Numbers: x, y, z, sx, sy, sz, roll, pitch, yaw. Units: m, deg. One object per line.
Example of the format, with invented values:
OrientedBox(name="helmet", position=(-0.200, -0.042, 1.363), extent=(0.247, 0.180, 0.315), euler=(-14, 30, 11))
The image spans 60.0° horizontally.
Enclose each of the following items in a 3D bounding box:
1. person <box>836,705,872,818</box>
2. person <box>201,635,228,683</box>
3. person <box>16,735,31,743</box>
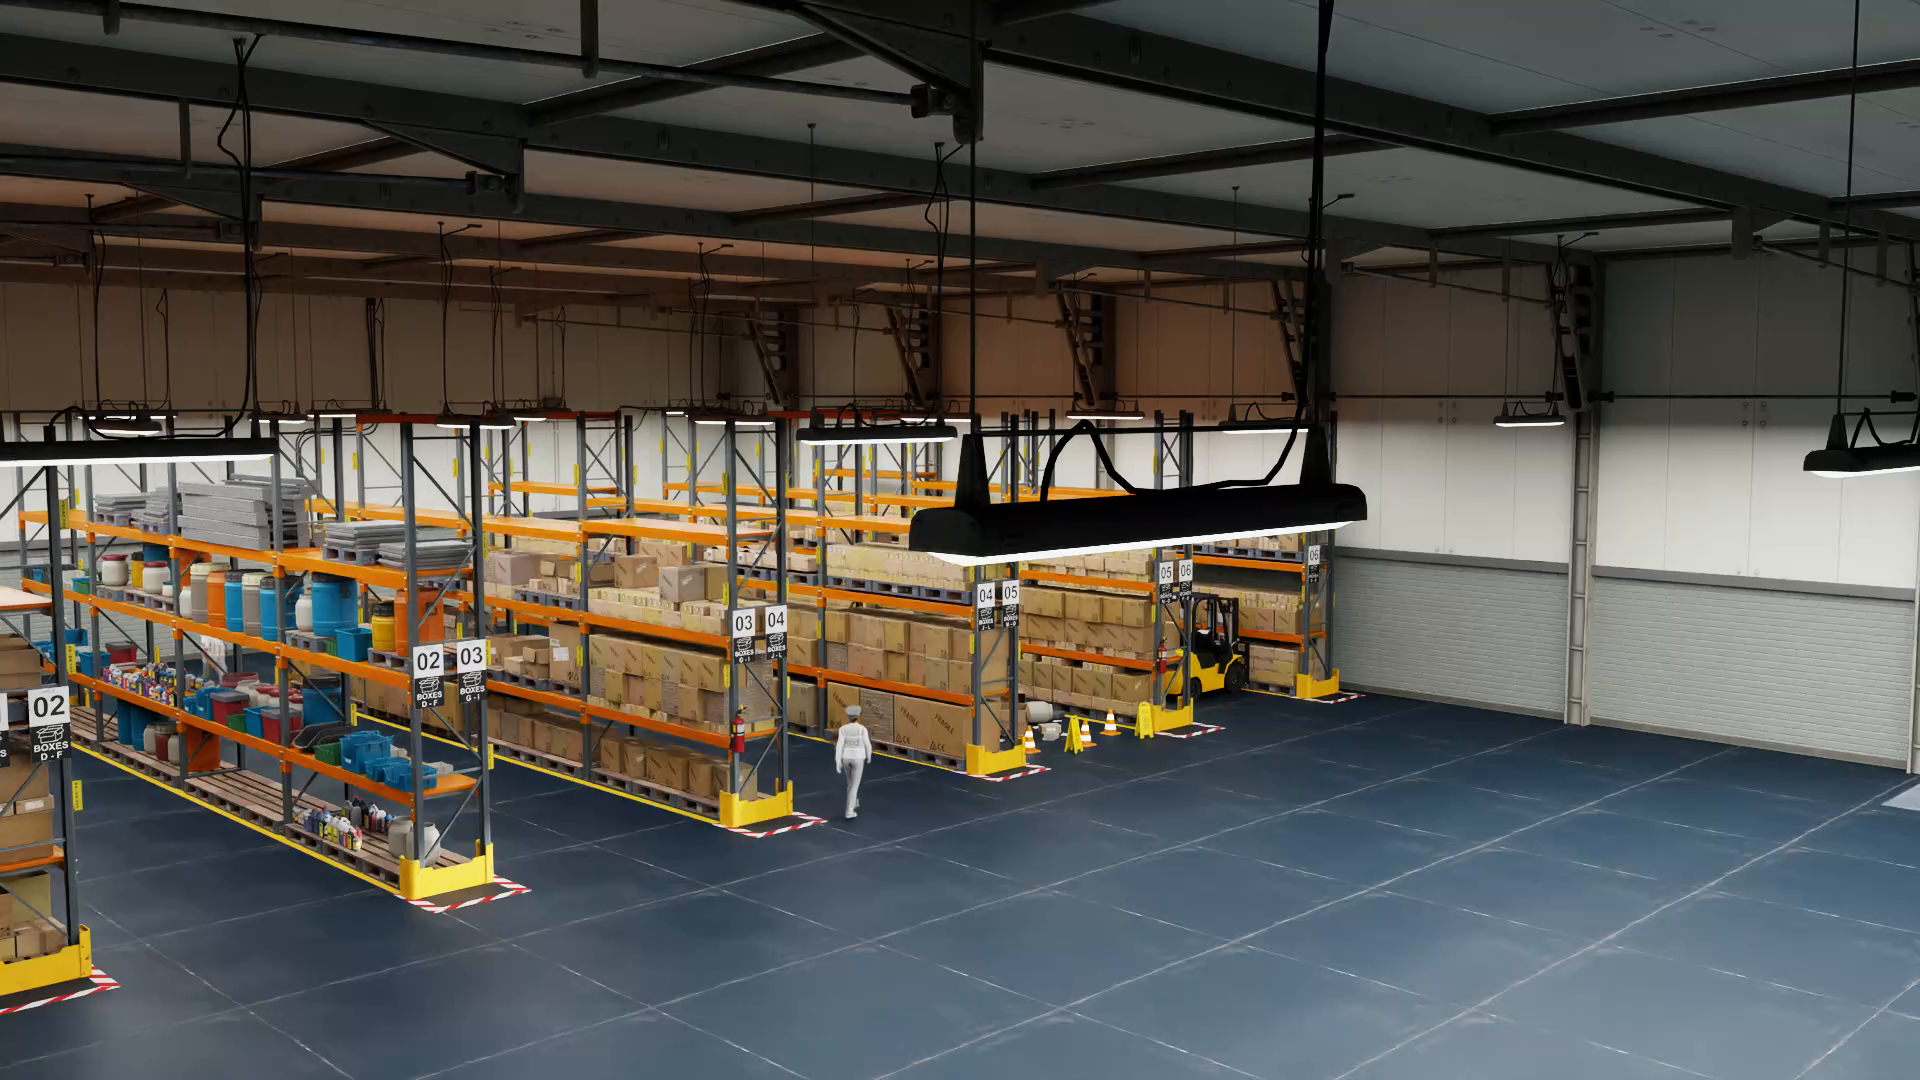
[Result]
OrientedBox(name="person", position=(-1.561, 3.305, 25.107), extent=(0.483, 1.660, 0.842), euler=(2, 5, 23))
OrientedBox(name="person", position=(-15.362, 2.497, 34.225), extent=(0.996, 1.728, 0.516), euler=(4, 6, 39))
OrientedBox(name="person", position=(-13.256, 3.495, 23.636), extent=(0.365, 1.627, 0.492), euler=(0, 5, -4))
